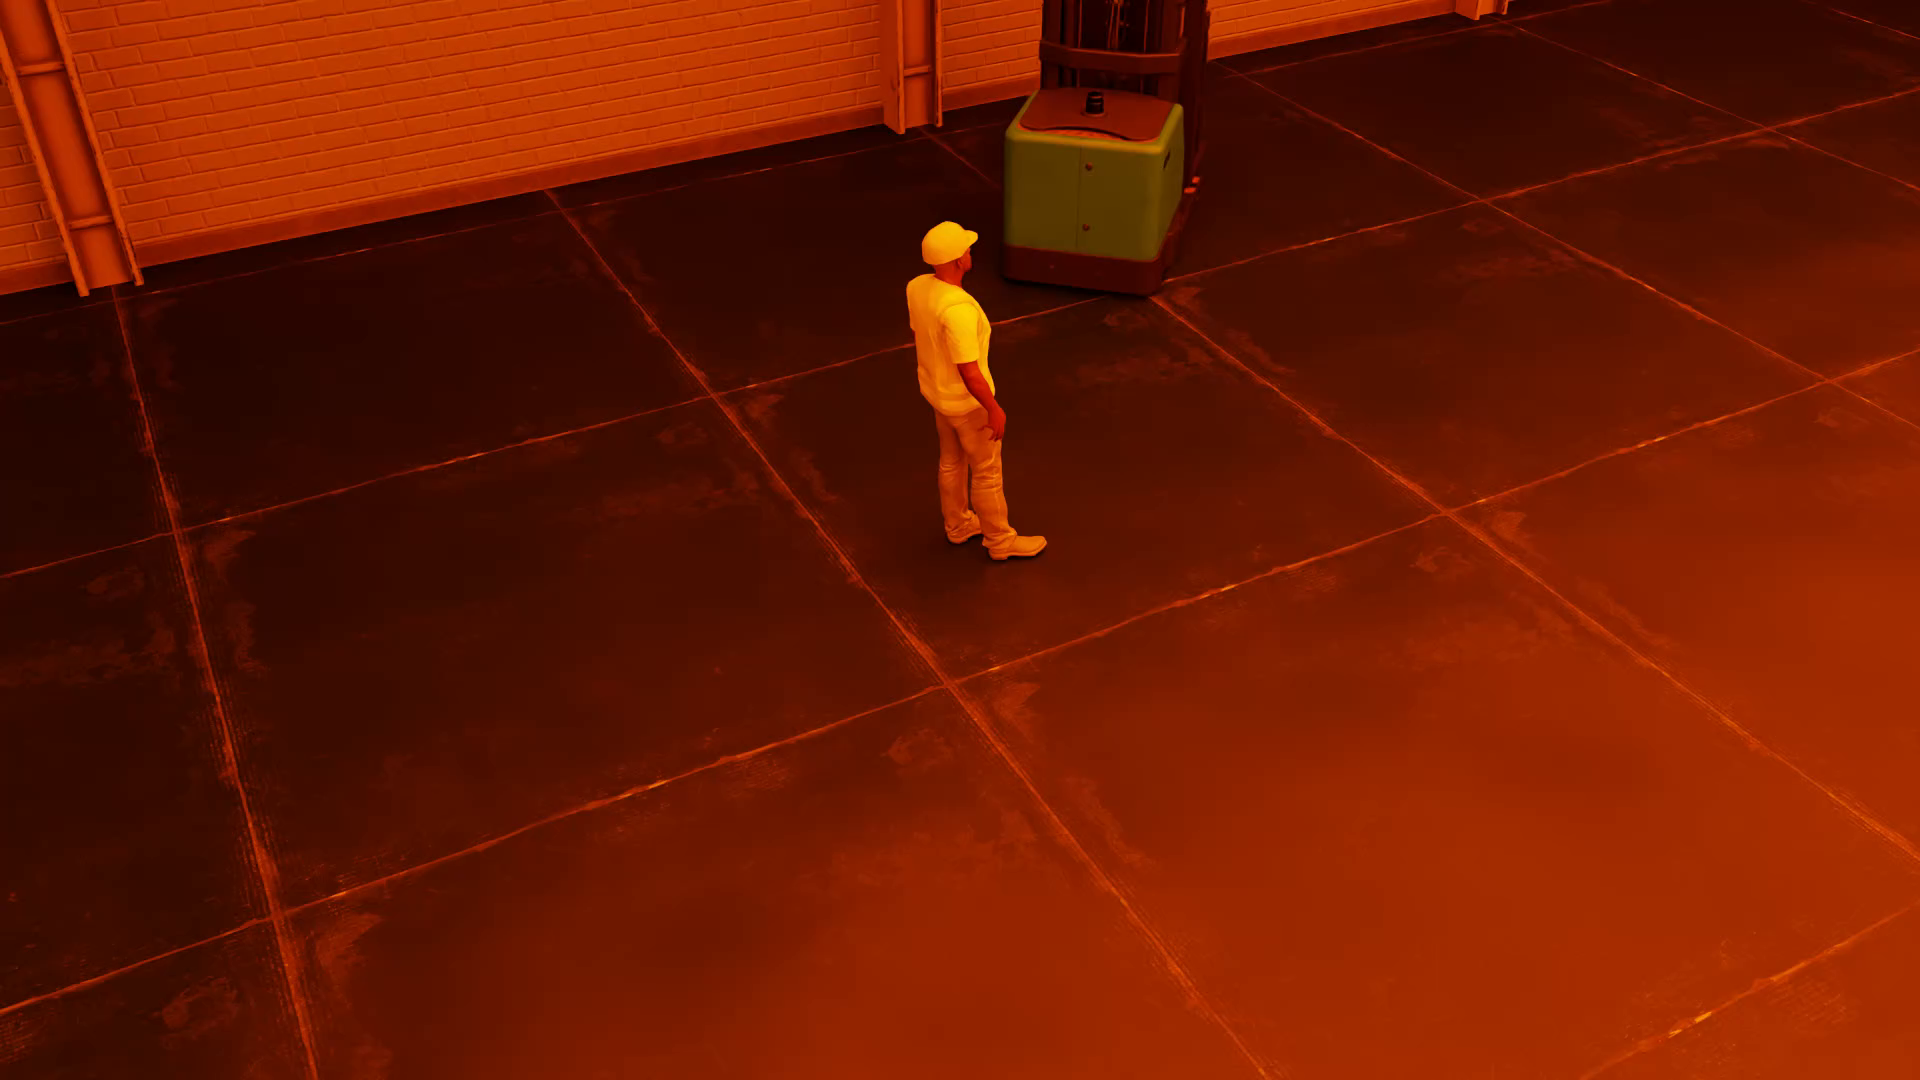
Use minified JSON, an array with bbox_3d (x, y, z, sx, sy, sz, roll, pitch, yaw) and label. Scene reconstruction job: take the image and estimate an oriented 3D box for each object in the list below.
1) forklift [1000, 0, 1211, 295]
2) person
[{"bbox_3d":[1.156,-3.634,11.264,1.130,2.935,3.031,9,36,13],"label":"forklift"},{"bbox_3d":[0.065,-0.743,8.171,0.575,1.768,0.665,-17,39,-23],"label":"person"}]
